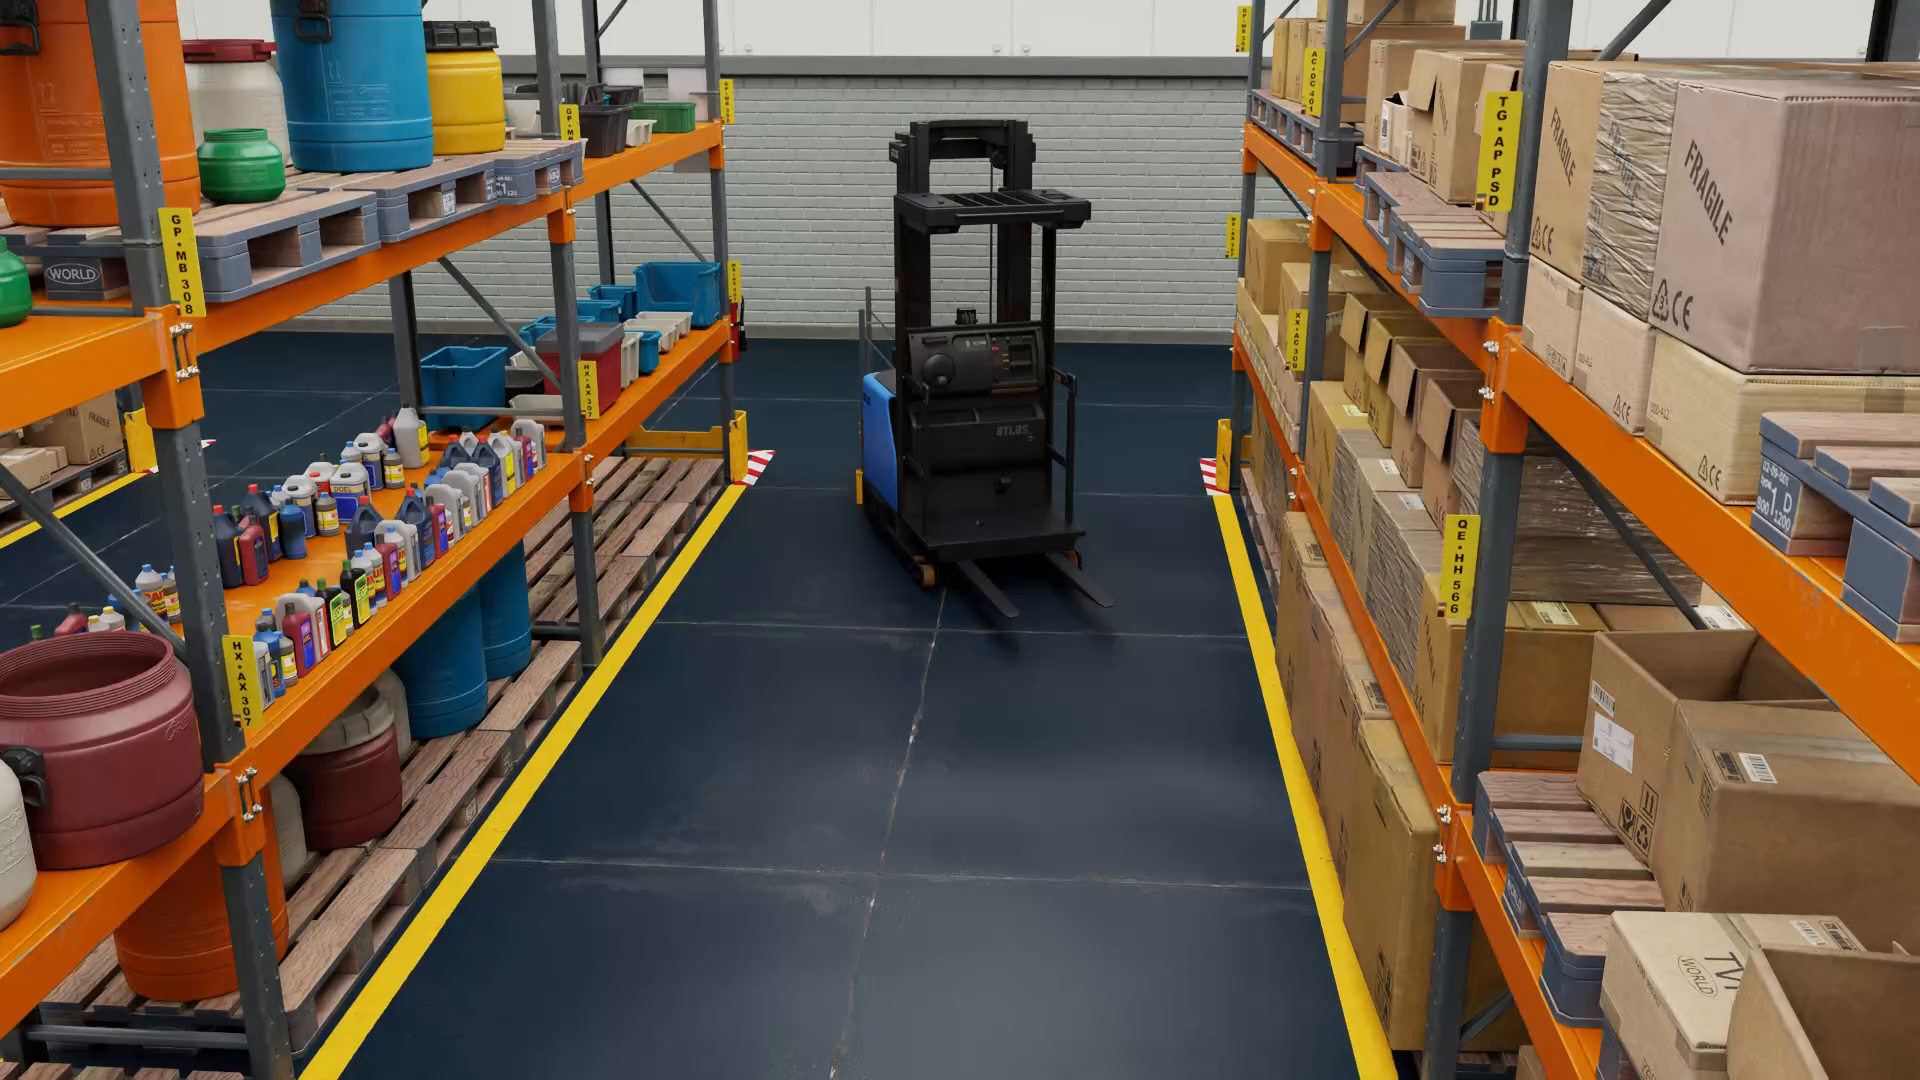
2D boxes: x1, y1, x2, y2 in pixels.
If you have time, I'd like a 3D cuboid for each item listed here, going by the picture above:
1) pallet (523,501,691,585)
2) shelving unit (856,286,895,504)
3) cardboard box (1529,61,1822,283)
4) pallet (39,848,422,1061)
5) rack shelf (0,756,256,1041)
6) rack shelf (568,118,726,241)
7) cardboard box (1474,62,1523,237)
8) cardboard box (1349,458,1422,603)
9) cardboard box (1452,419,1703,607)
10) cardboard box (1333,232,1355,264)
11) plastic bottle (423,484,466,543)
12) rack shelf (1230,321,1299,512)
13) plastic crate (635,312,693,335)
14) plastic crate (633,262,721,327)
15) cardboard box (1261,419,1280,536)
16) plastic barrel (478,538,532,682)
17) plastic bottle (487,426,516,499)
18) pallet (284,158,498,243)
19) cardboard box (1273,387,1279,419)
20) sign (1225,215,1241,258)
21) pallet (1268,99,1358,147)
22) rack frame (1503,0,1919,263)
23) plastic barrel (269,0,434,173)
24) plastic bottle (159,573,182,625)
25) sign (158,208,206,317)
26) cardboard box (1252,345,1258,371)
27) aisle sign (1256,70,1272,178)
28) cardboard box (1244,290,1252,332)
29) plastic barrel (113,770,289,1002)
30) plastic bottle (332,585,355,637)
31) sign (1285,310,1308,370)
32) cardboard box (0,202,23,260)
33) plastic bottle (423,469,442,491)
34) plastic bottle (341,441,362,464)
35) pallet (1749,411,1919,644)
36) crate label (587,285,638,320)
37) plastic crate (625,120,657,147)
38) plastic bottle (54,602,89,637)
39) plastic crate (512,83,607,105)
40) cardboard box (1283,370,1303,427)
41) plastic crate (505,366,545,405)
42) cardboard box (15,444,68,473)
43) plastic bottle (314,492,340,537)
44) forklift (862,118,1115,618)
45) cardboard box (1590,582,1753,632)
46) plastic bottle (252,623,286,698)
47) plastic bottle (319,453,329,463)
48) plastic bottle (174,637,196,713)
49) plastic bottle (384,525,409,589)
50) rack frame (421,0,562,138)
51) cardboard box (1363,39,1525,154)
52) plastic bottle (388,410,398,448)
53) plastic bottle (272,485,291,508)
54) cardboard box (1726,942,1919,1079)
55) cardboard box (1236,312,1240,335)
[{"bbox_3d":[-2.502,0.006,11.566,1.003,0.211,1.213,1,18,4],"label":"pallet"},{"bbox_3d":[-0.503,-1.159,13.051,0.587,1.500,1.083,0,18,0],"label":"shelving unit"},{"bbox_3d":[1.762,-0.928,4.156,0.500,0.500,0.500,1,18,4],"label":"cardboard box"},{"bbox_3d":[-2.873,1.611,6.666,1.003,0.211,1.213,1,18,4],"label":"pallet"},{"bbox_3d":[-3.031,1.495,3.698,1.077,0.370,4.000,1,18,4],"label":"rack shelf"},{"bbox_3d":[-2.458,-2.415,10.814,1.077,0.370,4.000,1,18,4],"label":"rack shelf"},{"bbox_3d":[2.024,-1.222,5.179,0.797,0.503,0.637,2,18,7],"label":"cardboard box"},{"bbox_3d":[1.954,-0.038,7.060,0.500,0.500,0.500,2,18,5],"label":"cardboard box"},{"bbox_3d":[2.121,-0.108,5.665,0.797,0.503,0.637,2,18,6],"label":"cardboard box"},{"bbox_3d":[2.853,-2.111,12.108,0.500,0.500,0.500,2,18,5],"label":"cardboard box"},{"bbox_3d":[-2.395,-0.138,7.725,0.152,0.276,0.135,1,18,4],"label":"plastic bottle"},{"bbox_3d":[2.483,-0.879,10.943,1.077,0.370,4.000,1,18,4],"label":"rack shelf"},{"bbox_3d":[-2.192,-1.598,12.311,0.396,0.136,0.243,1,18,4],"label":"plastic crate"},{"bbox_3d":[-2.152,-1.890,12.720,0.616,0.435,0.499,1,18,4],"label":"plastic crate"},{"bbox_3d":[2.595,-0.549,11.518,0.875,0.875,0.875,1,18,4],"label":"cardboard box"},{"bbox_3d":[-2.657,0.256,9.020,0.600,0.901,0.708,1,18,4],"label":"plastic barrel"},{"bbox_3d":[-2.340,-0.394,8.387,0.144,0.351,0.185,1,18,4],"label":"plastic bottle"},{"bbox_3d":[-2.638,-1.448,7.011,1.003,0.211,1.213,1,18,4],"label":"pallet"},{"bbox_3d":[2.090,-0.822,10.017,0.380,0.149,0.250,2,18,5],"label":"cardboard box"},{"bbox_3d":[2.073,-2.305,12.623,0.100,0.325,0.005,1,18,4],"label":"sign"},{"bbox_3d":[2.498,-2.615,10.410,1.003,0.211,1.213,1,18,4],"label":"pallet"},{"bbox_3d":[2.053,-2.208,4.210,1.000,3.000,0.127,1,18,4],"label":"rack frame"},{"bbox_3d":[-2.571,-2.040,7.035,0.600,0.901,0.708,1,18,4],"label":"plastic barrel"},{"bbox_3d":[-3.206,0.233,6.713,0.097,0.201,0.097,0,18,0],"label":"plastic bottle"},{"bbox_3d":[-2.338,-0.833,5.000,0.100,0.325,0.005,1,18,4],"label":"sign"},{"bbox_3d":[2.182,-1.220,11.233,0.380,0.149,0.250,1,18,3],"label":"cardboard box"},{"bbox_3d":[2.332,-3.106,12.411,0.394,0.787,0.004,1,18,4],"label":"aisle sign"},{"bbox_3d":[2.292,-1.607,11.774,0.500,0.250,0.500,1,18,3],"label":"cardboard box"},{"bbox_3d":[-2.870,1.212,6.219,0.600,0.830,0.708,1,18,4],"label":"plastic barrel"},{"bbox_3d":[-2.456,0.279,6.574,0.097,0.201,0.097,0,18,0],"label":"plastic bottle"},{"bbox_3d":[1.786,-1.061,8.825,0.100,0.325,0.005,1,18,4],"label":"sign"},{"bbox_3d":[-7.080,-2.124,11.823,0.500,0.500,0.500,2,18,5],"label":"cardboard box"},{"bbox_3d":[-2.504,-0.205,7.937,0.097,0.271,0.097,0,18,0],"label":"plastic bottle"},{"bbox_3d":[-3.076,-0.365,8.426,0.097,0.271,0.097,0,18,0],"label":"plastic bottle"},{"bbox_3d":[1.988,0.037,2.476,1.213,0.211,1.003,1,18,4],"label":"pallet"},{"bbox_3d":[-2.660,-1.832,12.870,0.416,0.233,0.303,1,18,4],"label":"crate label"},{"bbox_3d":[-2.215,-2.605,10.663,0.437,0.136,0.530,1,18,4],"label":"plastic crate"},{"bbox_3d":[-3.268,0.381,6.131,0.061,0.283,0.133,1,18,4],"label":"plastic bottle"},{"bbox_3d":[-2.698,-2.880,11.178,0.504,0.338,0.767,1,18,4],"label":"plastic crate"},{"bbox_3d":[2.109,-0.813,9.349,0.500,0.250,0.500,1,18,3],"label":"cardboard box"},{"bbox_3d":[-2.789,-0.962,10.386,0.437,0.125,0.590,1,18,4],"label":"plastic crate"},{"bbox_3d":[-7.167,-0.629,12.868,0.380,0.166,0.250,1,18,4],"label":"cardboard box"},{"bbox_3d":[-2.971,-0.124,7.803,0.097,0.201,0.097,0,18,0],"label":"plastic bottle"},{"bbox_3d":[0.178,-1.207,10.900,1.130,2.935,3.031,-5,19,-16],"label":"forklift"},{"bbox_3d":[2.359,0.450,5.571,0.500,0.500,0.500,2,18,6],"label":"cardboard box"},{"bbox_3d":[-2.499,0.431,5.998,0.097,0.271,0.097,0,18,0],"label":"plastic bottle"},{"bbox_3d":[-3.116,-0.275,8.131,0.061,0.283,0.133,1,18,4],"label":"plastic bottle"},{"bbox_3d":[-2.686,0.460,5.900,0.152,0.276,0.135,1,18,4],"label":"plastic bottle"},{"bbox_3d":[-2.416,0.072,7.093,0.097,0.271,0.097,0,18,0],"label":"plastic bottle"},{"bbox_3d":[-2.601,-3.561,8.339,1.000,3.000,0.127,1,18,4],"label":"rack frame"},{"bbox_3d":[2.308,-2.092,7.837,0.700,0.500,0.500,2,18,5],"label":"cardboard box"},{"bbox_3d":[-3.053,-0.550,8.973,0.061,0.283,0.133,1,18,4],"label":"plastic bottle"},{"bbox_3d":[-3.133,-0.119,7.675,0.097,0.271,0.097,0,18,0],"label":"plastic bottle"},{"bbox_3d":[1.798,1.096,2.921,0.797,0.503,0.637,3,18,10],"label":"cardboard box"},{"bbox_3d":[2.271,-1.620,12.452,0.380,0.149,0.250,1,18,5],"label":"cardboard box"}]
